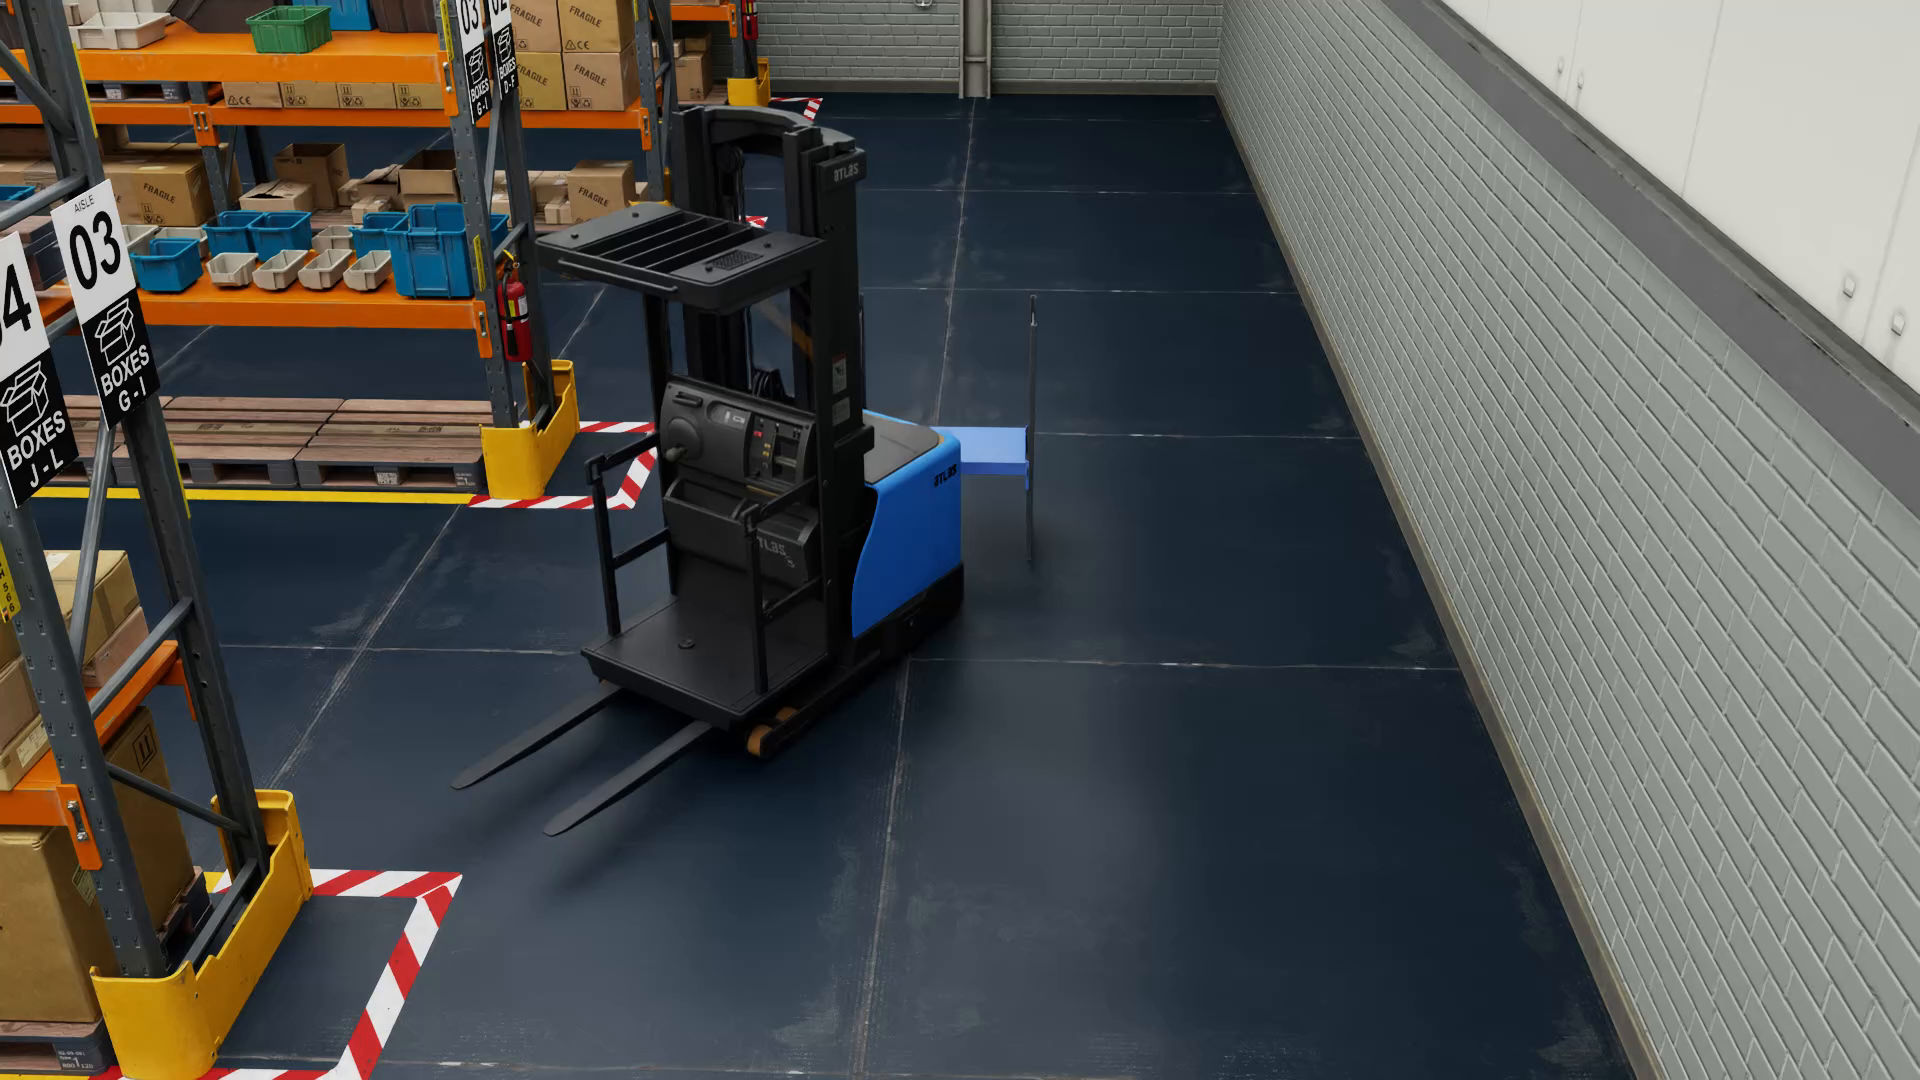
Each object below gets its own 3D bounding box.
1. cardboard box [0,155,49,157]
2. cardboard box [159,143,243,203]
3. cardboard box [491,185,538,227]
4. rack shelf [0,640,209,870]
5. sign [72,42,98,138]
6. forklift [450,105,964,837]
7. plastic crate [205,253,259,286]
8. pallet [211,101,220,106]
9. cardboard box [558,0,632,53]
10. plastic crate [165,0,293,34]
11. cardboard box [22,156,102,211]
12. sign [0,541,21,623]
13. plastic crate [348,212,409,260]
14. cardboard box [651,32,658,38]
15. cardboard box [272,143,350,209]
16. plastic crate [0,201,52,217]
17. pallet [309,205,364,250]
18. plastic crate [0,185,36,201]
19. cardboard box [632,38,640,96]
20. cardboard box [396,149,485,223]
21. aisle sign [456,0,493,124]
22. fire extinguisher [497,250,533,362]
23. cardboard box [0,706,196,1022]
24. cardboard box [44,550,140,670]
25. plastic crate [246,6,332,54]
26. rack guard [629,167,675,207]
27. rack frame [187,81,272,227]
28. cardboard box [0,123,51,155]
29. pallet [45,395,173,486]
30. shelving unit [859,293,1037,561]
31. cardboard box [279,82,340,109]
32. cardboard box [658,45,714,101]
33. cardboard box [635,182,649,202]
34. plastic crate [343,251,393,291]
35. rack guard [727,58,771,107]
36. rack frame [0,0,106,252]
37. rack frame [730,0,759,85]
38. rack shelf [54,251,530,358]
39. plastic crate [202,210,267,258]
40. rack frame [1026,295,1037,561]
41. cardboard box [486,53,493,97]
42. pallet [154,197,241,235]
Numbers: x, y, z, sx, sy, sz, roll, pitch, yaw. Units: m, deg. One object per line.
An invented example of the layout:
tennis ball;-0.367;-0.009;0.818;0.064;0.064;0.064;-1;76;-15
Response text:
cardboard box;-8.720;-3.474;15.800;0.500;0.500;0.500;0;28;0
cardboard box;-7.183;-3.450;15.755;0.500;0.500;0.500;0;28;-1
cardboard box;-4.211;-3.075;15.314;0.500;0.250;0.500;1;28;2
rack shelf;-5.062;0.750;6.401;4.000;0.370;1.077;1;28;2
sign;-3.038;-1.541;5.734;0.005;0.325;0.100;1;28;2
forklift;-1.223;-0.468;8.004;1.130;2.935;3.031;18;33;30
plastic crate;-4.575;-1.693;10.459;0.250;0.136;0.298;1;28;2
pallet;-8.533;-5.321;20.062;1.213;0.211;1.003;1;28;2
cardboard box;-3.165;-4.536;14.431;0.500;0.500;0.500;1;28;1
plastic crate;-4.406;-3.305;10.146;0.767;0.338;0.504;1;28;2
cardboard box;-8.206;-3.222;15.325;0.500;0.500;0.500;1;28;2
sign;-3.097;0.103;5.365;0.005;0.325;0.100;1;28;2
plastic crate;-3.782;-1.975;10.888;0.300;0.233;0.416;1;28;2
cardboard box;-3.617;-5.923;19.748;0.250;0.149;0.380;1;28;2
cardboard box;-6.128;-3.451;15.757;0.500;0.500;0.500;1;28;2
plastic crate;-6.003;-1.842;10.390;0.583;0.464;0.402;1;28;2
pallet;-6.021;-2.994;15.673;1.213;0.211;1.003;1;28;2
plastic crate;-6.408;-2.091;10.945;0.575;0.384;0.392;1;28;2
cardboard box;-3.144;-4.347;15.140;0.500;0.500;0.500;2;28;3
cardboard box;-4.830;-3.301;15.469;0.637;0.503;0.797;1;28;2
aisle sign;-2.827;-2.864;9.674;0.004;0.787;0.394;1;28;2
fire extinguisher;-2.754;-1.439;10.243;0.183;0.674;0.296;1;28;2
cardboard box;-3.706;1.245;6.519;0.875;0.875;0.875;1;28;2
cardboard box;-3.534;0.266;6.389;0.500;0.250;0.500;0;28;0
plastic crate;-3.885;-2.968;9.669;0.336;0.188;0.450;1;28;2
rack guard;-2.786;-3.069;15.505;0.348;0.500;1.175;1;28;2
rack frame;-6.708;-4.238;15.042;0.127;3.000;1.000;1;28;2
cardboard box;-8.683;-3.806;15.625;0.500;0.250;0.500;0;28;1
pallet;-6.150;-0.693;11.333;1.213;0.211;1.003;1;28;2
shelving unit;-0.085;-0.664;9.901;1.048;1.500;0.538;1;28;2
cardboard box;-5.696;-4.139;14.749;0.500;0.500;0.500;1;28;3
cardboard box;-3.242;-5.536;19.712;0.500;0.500;0.700;1;28;2
cardboard box;-3.117;-3.274;15.798;0.250;0.149;0.380;1;28;2
plastic crate;-3.710;-1.692;10.457;0.243;0.136;0.396;1;28;2
rack guard;-2.515;-5.386;19.876;0.348;0.500;1.175;1;28;2
rack frame;-3.064;-2.186;4.765;0.127;3.000;1.000;1;28;2
rack frame;-2.539;-6.491;19.291;0.127;3.000;1.000;1;28;2
rack shelf;-4.888;-1.569;10.774;4.000;0.370;1.077;1;28;2
plastic crate;-4.740;-1.991;10.917;0.300;0.233;0.416;1;28;2
rack frame;0.423;-0.656;9.886;0.032;1.500;0.500;1;28;2
cardboard box;-4.184;-4.114;14.701;0.500;0.500;0.500;1;28;2
pallet;-7.522;-3.002;15.687;1.213;0.211;1.003;1;28;2
